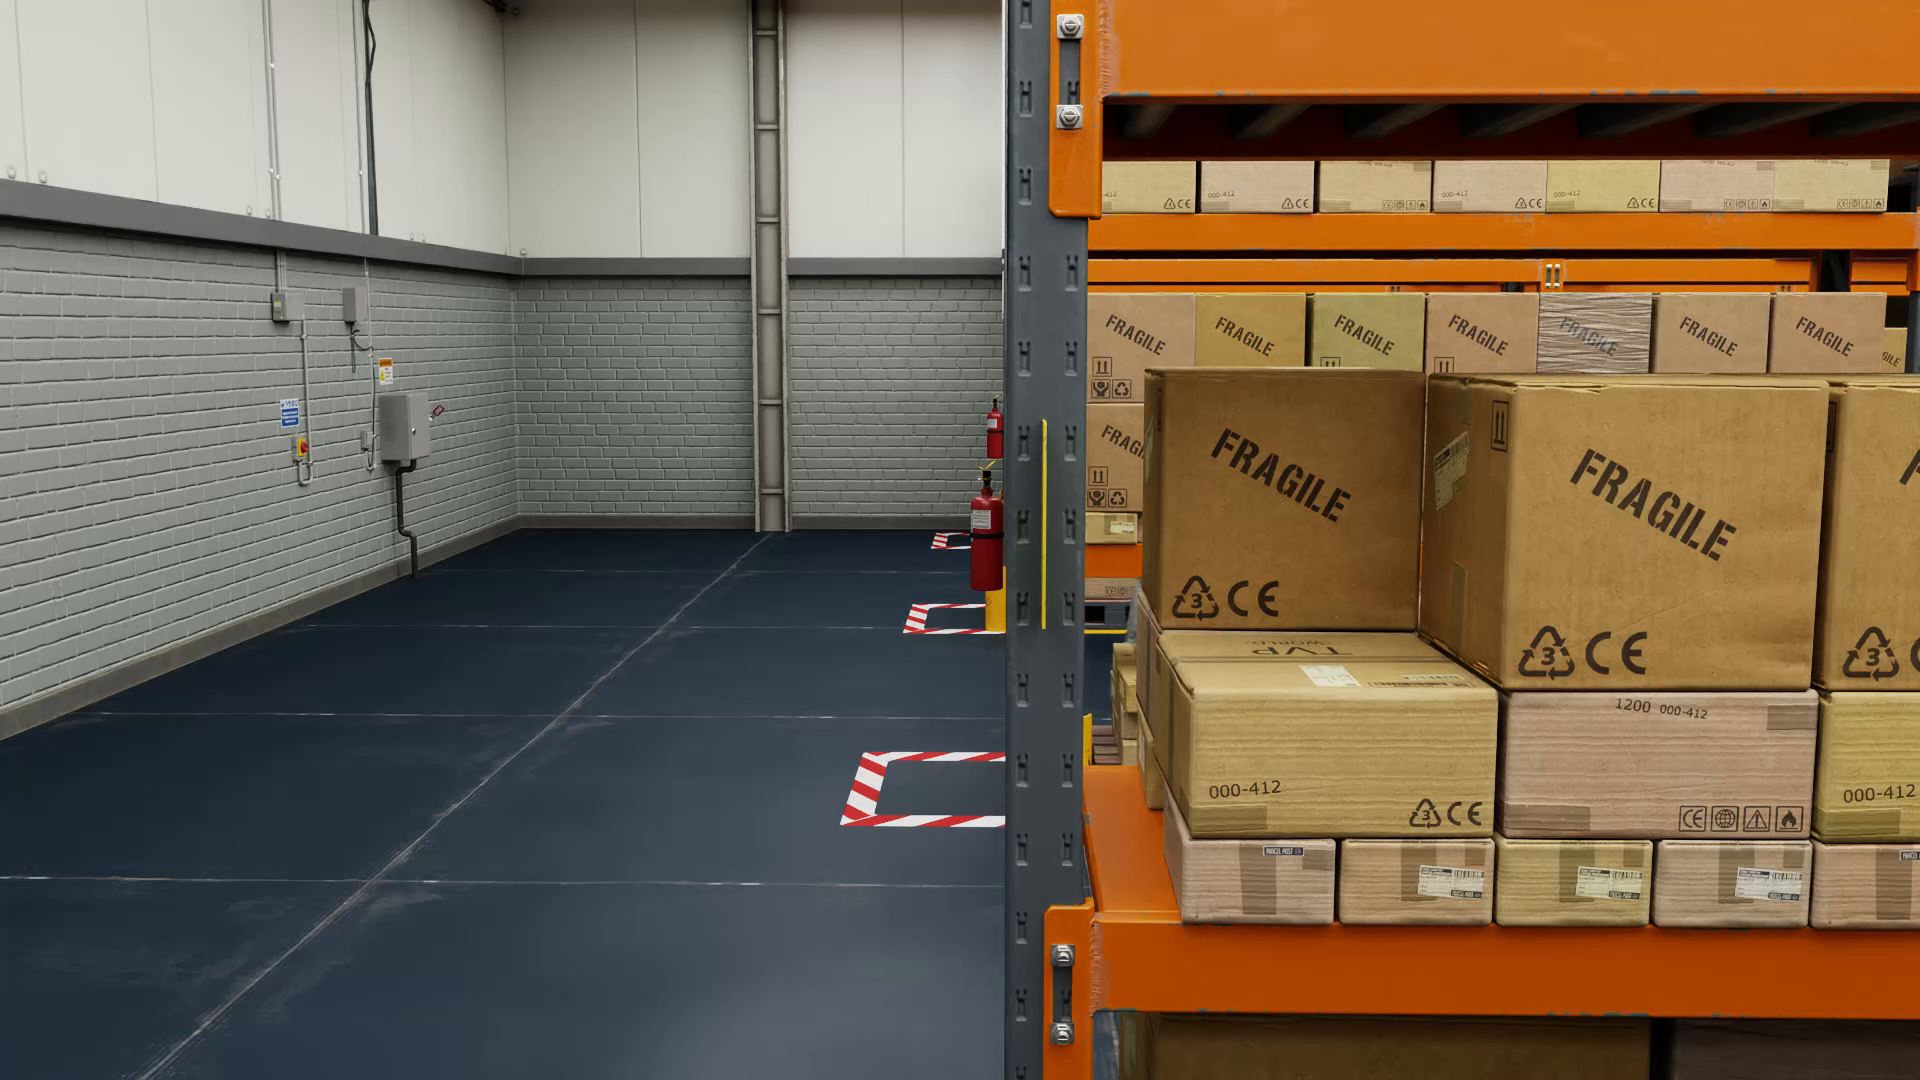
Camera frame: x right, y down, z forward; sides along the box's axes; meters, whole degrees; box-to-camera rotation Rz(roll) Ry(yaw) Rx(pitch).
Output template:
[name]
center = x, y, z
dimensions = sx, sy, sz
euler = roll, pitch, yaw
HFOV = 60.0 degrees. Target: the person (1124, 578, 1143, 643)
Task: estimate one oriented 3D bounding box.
[person]
center = 1.323, -0.059, 11.843
dimensions = 0.408, 1.729, 0.541
euler = 0, 7, 2
